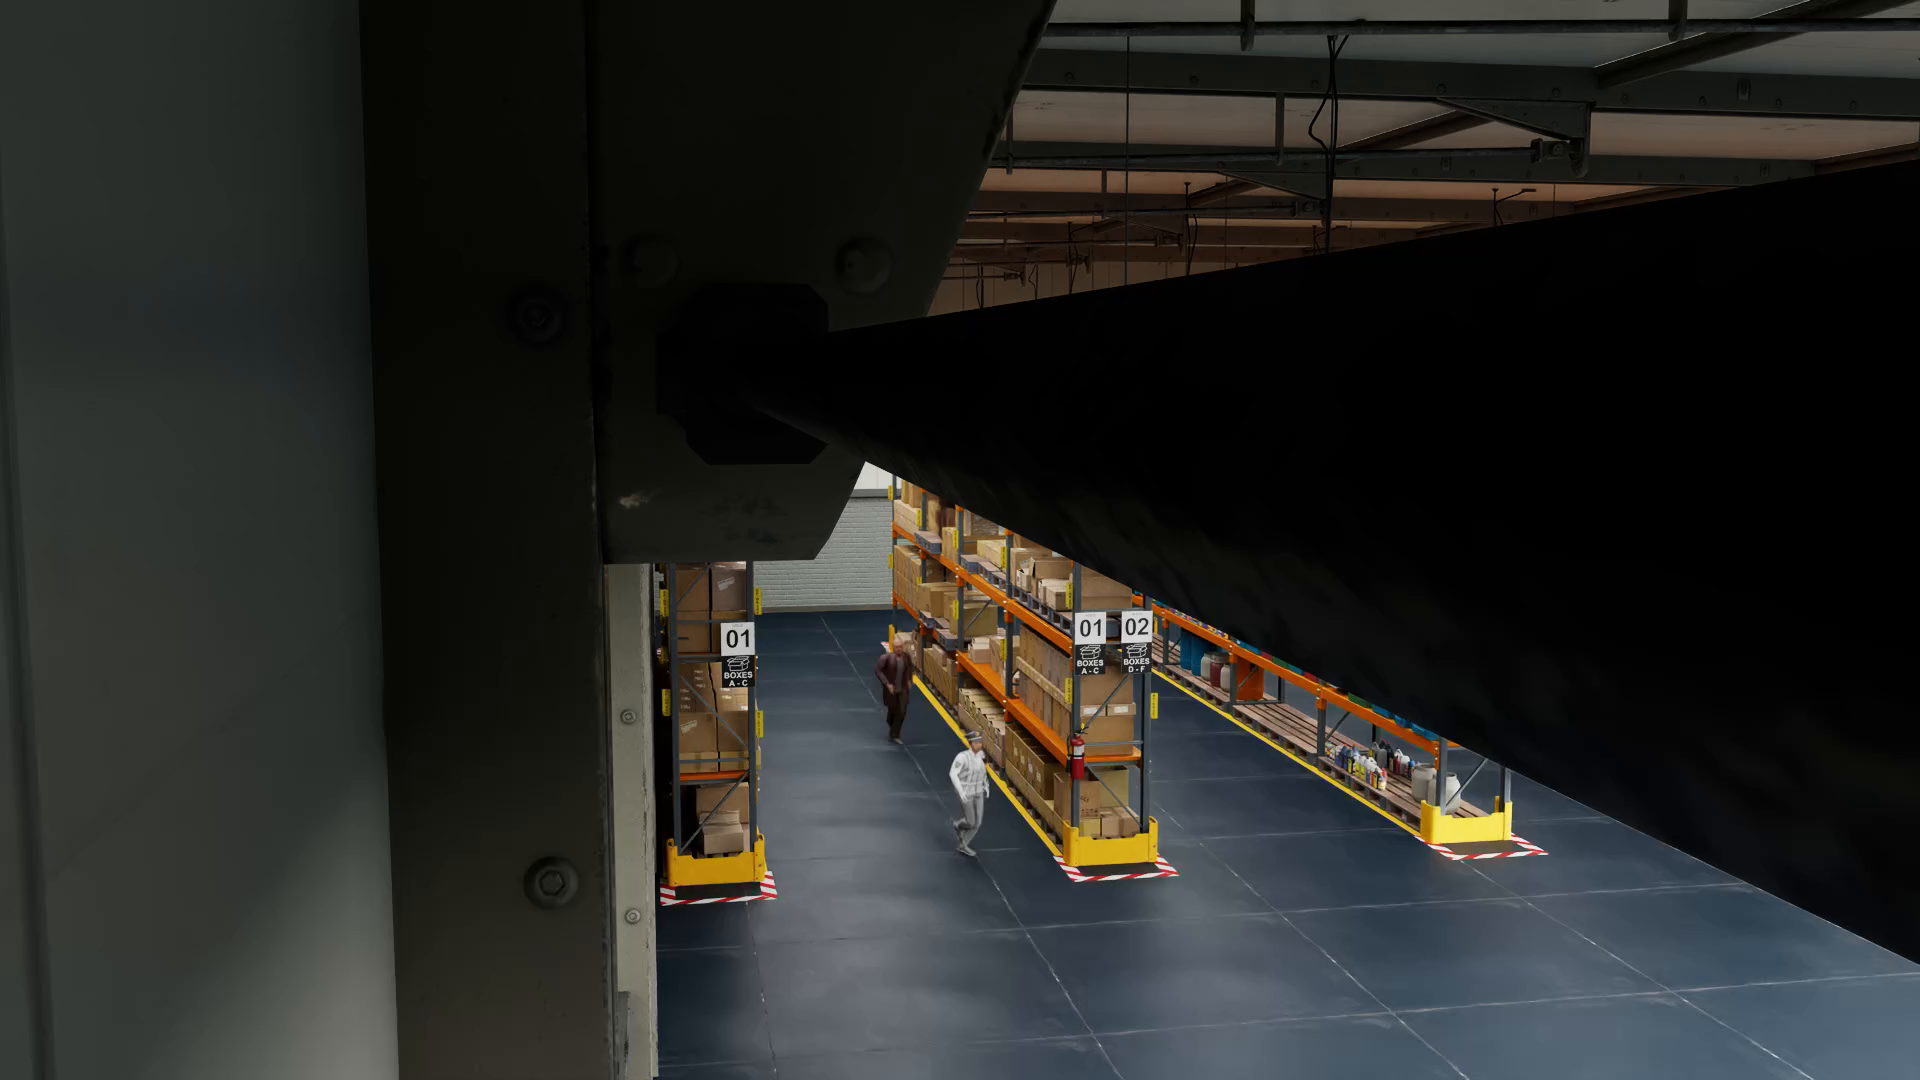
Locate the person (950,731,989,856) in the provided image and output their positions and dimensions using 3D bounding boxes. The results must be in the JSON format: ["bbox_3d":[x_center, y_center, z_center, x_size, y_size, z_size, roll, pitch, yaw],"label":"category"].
[{"bbox_3d":[0.109,3.226,21.342,0.618,1.632,0.473,-4,8,-35],"label":"person"}]

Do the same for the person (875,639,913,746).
[{"bbox_3d":[-1.108,2.487,27.678,0.710,1.763,0.805,-2,6,-18],"label":"person"}]
